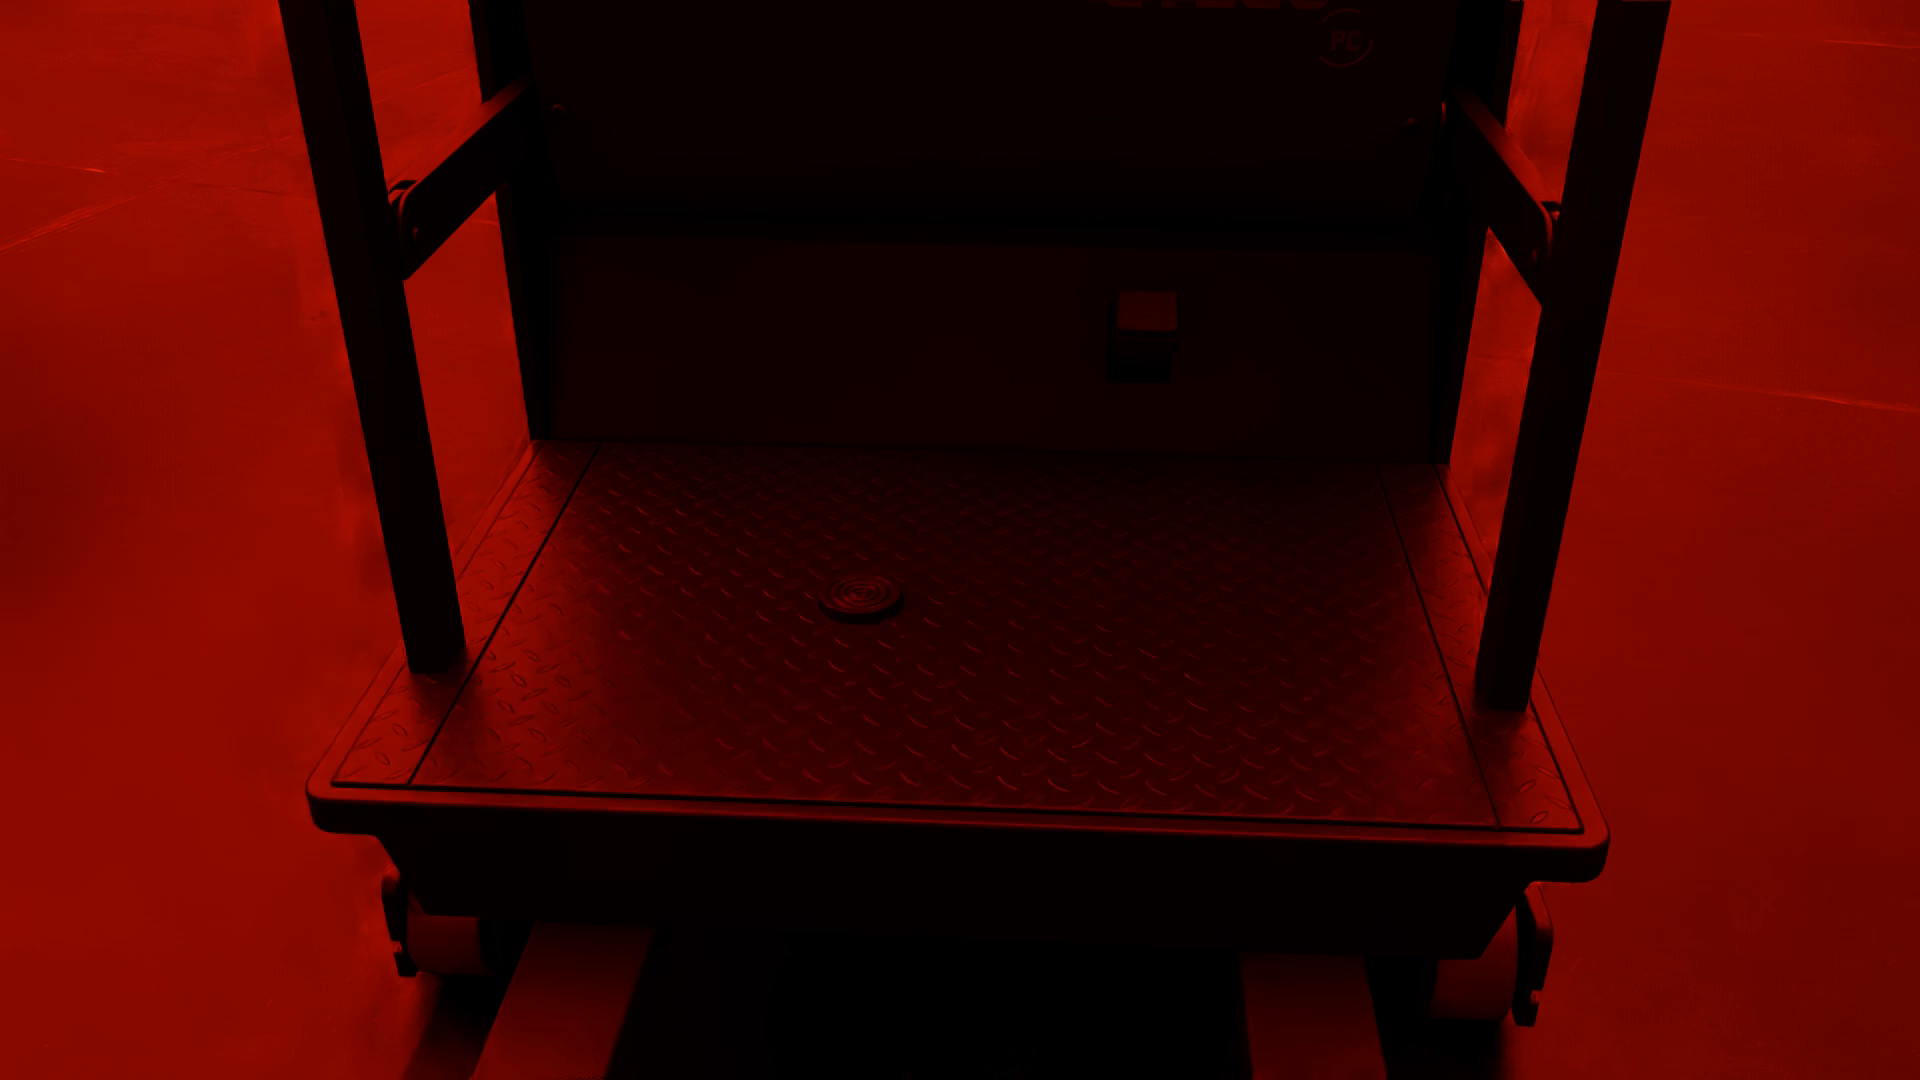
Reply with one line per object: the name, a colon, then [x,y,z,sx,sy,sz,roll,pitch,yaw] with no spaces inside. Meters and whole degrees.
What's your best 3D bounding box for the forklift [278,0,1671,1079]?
forklift: [0.015,-0.966,1.231,1.130,2.935,3.031,2,30,3]
